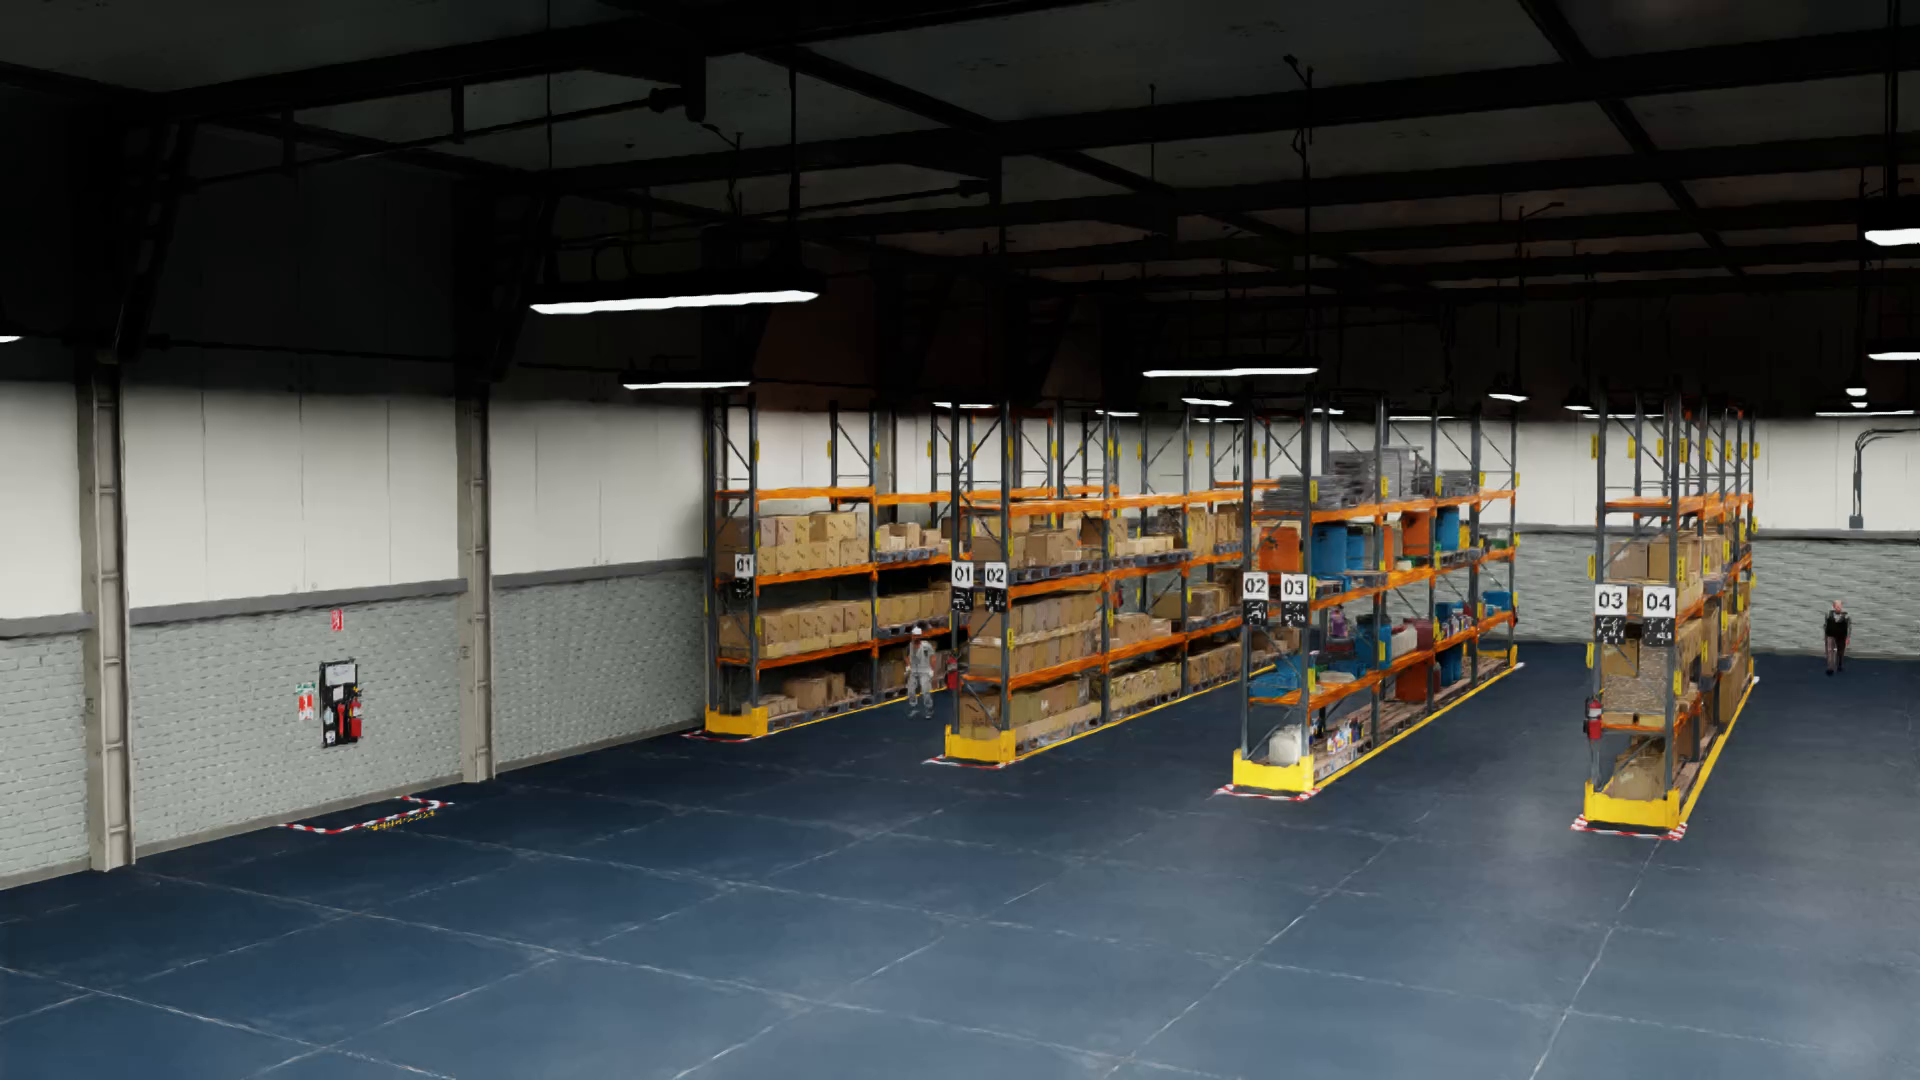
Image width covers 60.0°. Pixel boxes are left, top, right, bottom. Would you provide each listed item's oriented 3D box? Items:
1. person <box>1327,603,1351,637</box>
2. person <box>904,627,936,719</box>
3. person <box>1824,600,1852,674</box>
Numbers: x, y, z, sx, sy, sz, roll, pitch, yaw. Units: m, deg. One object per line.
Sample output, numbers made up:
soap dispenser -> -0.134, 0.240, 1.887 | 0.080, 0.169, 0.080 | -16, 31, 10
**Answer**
person -> 8.699, 2.174, 38.220 | 0.566, 1.541, 0.519 | 1, 3, 26
person -> -0.752, 2.472, 30.873 | 0.677, 1.742, 0.552 | 2, 4, 28
person -> 19.641, 2.158, 37.217 | 0.543, 1.649, 1.119 | 2, 3, 27
